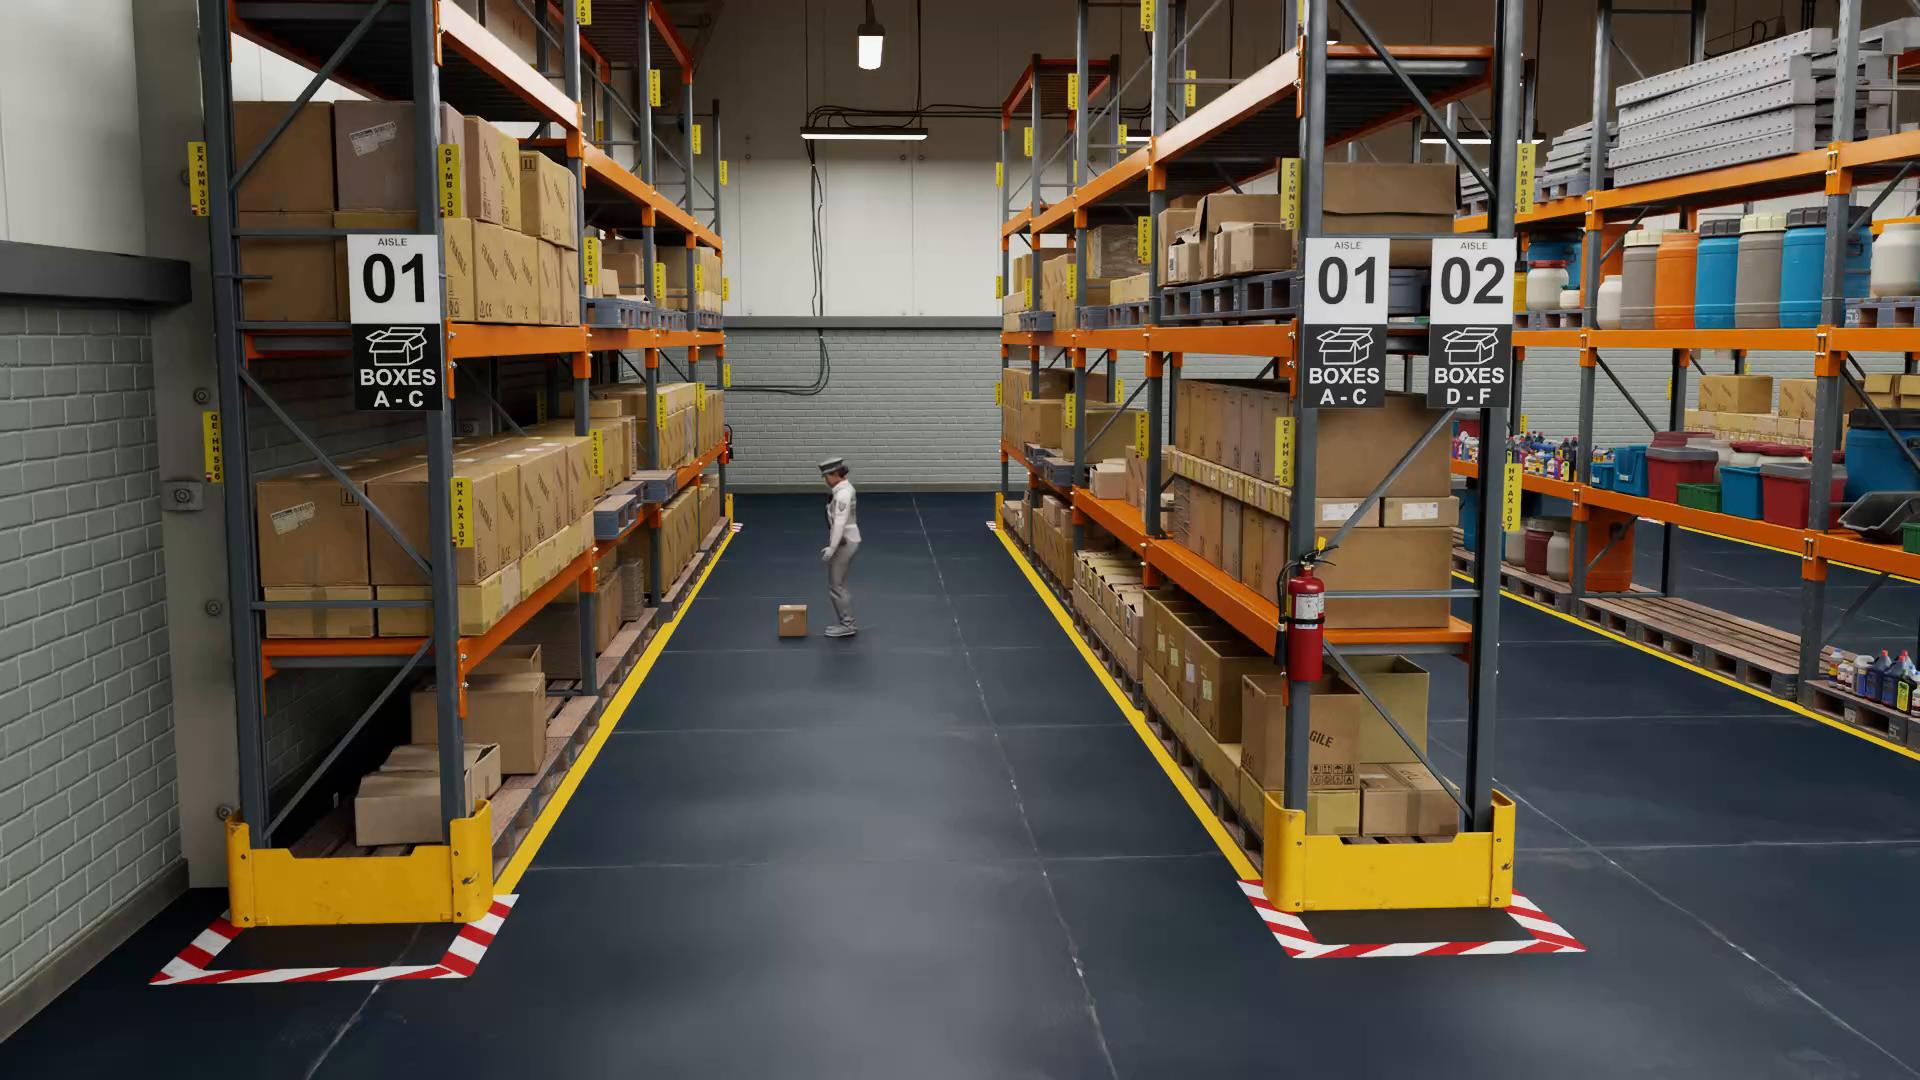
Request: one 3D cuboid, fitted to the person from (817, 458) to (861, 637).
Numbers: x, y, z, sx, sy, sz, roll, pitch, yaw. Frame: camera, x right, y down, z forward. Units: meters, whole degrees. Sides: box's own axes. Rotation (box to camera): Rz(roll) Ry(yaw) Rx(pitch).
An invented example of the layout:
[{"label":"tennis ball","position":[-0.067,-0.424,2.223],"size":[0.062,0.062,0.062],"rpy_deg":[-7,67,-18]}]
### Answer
[{"label":"person","position":[-1.109,0.065,15.341],"size":[0.396,1.648,0.488],"rpy_deg":[0,7,-2]}]
